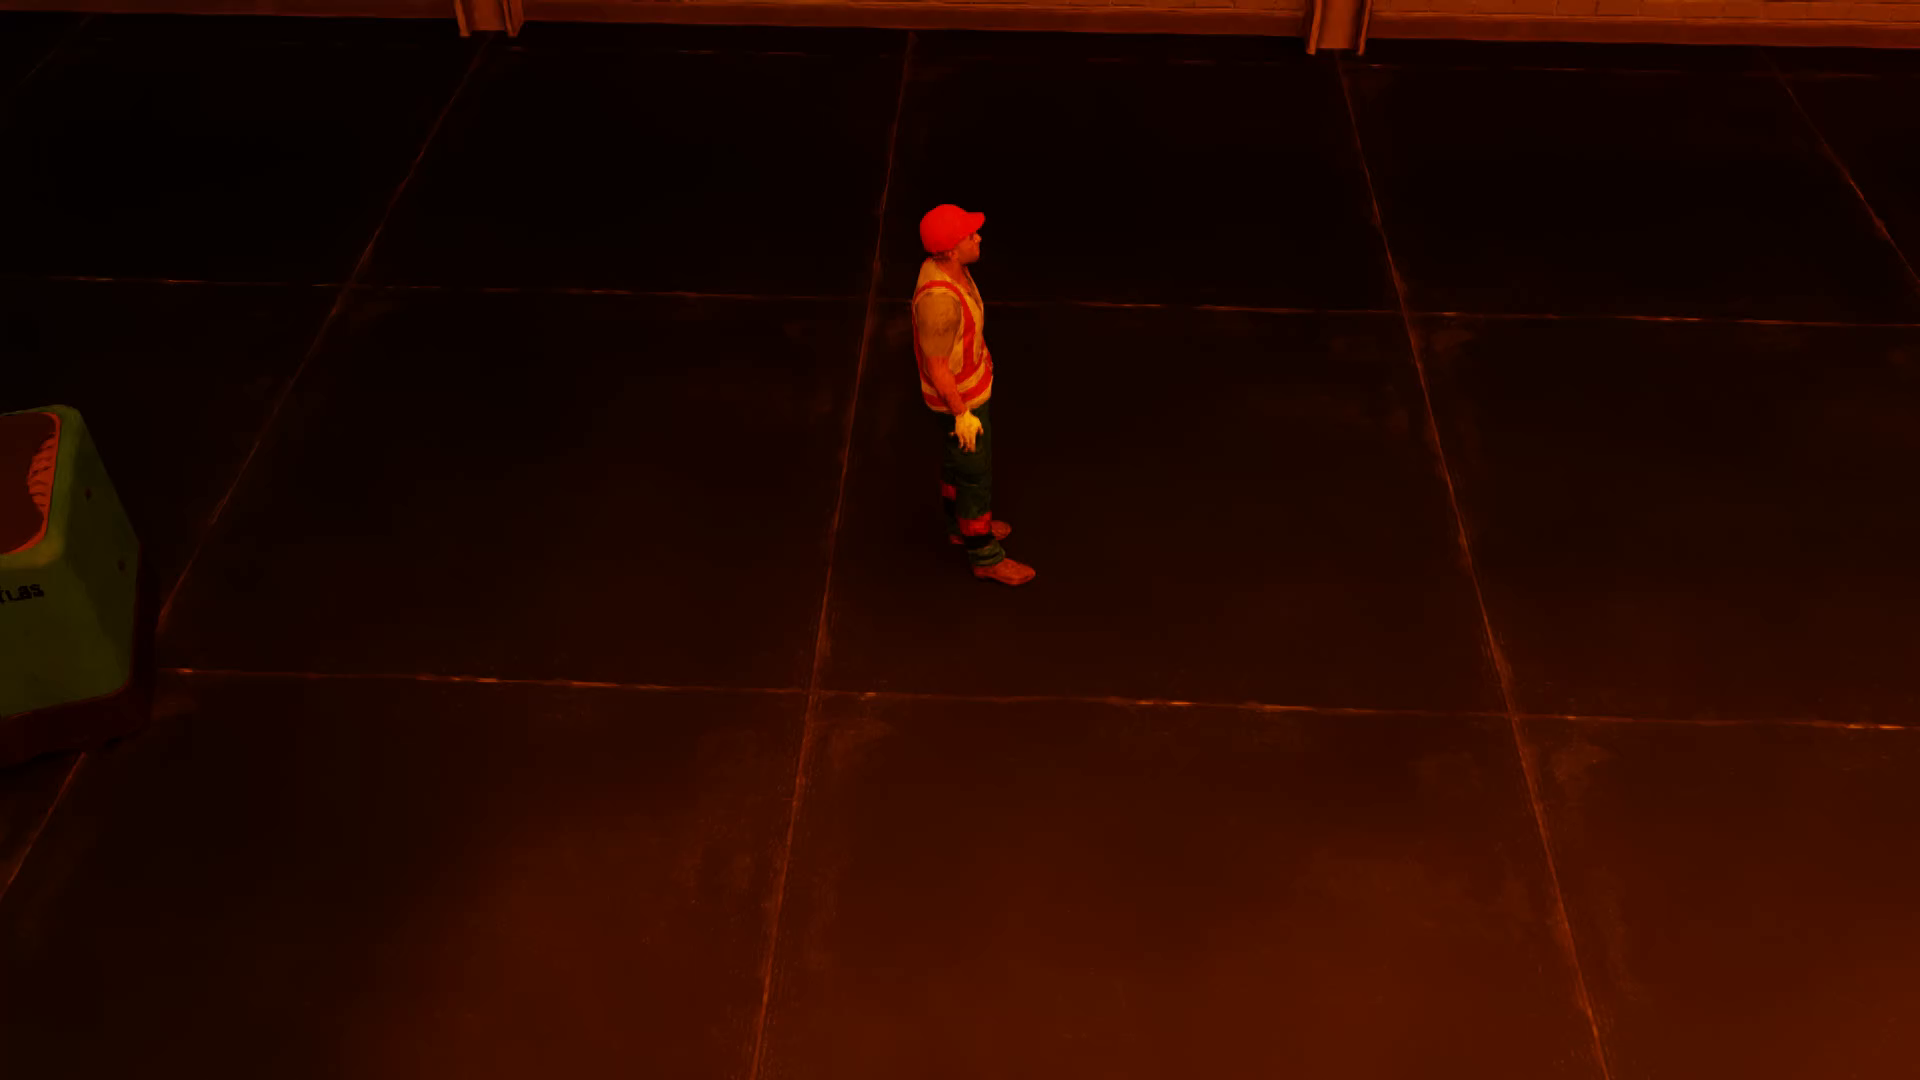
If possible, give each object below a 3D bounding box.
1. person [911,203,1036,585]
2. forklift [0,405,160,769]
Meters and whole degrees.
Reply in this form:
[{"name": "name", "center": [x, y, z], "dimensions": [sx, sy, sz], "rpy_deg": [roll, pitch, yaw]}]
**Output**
[{"name": "person", "center": [0.080, -0.656, 7.297], "dimensions": [0.563, 1.787, 0.637], "rpy_deg": [2, 42, 2]}, {"name": "forklift", "center": [-4.980, -0.266, 6.034], "dimensions": [3.031, 2.935, 1.130], "rpy_deg": [-12, 44, -13]}]
